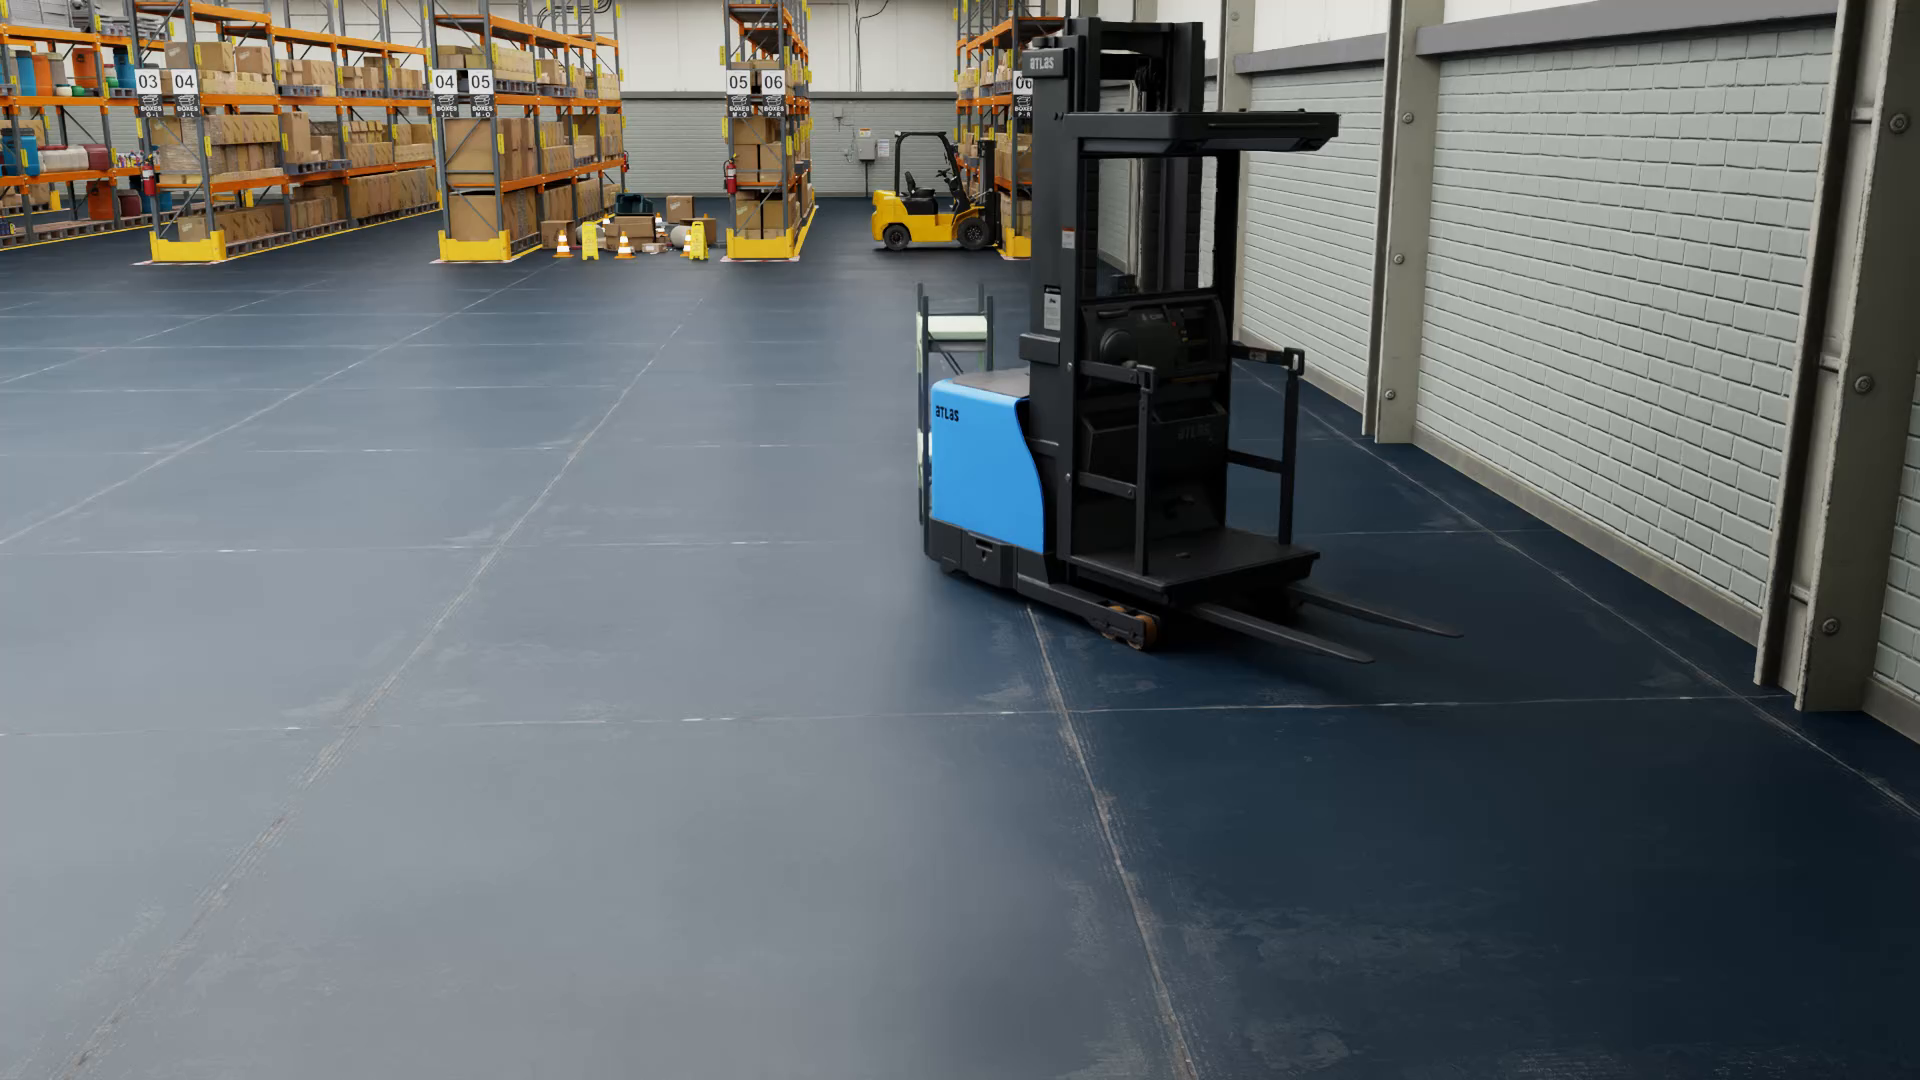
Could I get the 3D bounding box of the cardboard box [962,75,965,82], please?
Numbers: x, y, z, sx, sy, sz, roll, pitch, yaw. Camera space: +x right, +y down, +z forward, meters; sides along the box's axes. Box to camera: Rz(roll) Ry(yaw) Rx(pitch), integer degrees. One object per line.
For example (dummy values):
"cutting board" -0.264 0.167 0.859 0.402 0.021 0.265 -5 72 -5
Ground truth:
"cardboard box" 0.254 -11.178 40.295 0.380 0.149 0.250 0 14 -2

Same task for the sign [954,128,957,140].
"sign" -0.116 -10.938 44.780 0.100 0.325 0.005 -1 14 -3

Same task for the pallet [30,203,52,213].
"pallet" -24.252 -8.577 42.937 1.003 0.211 1.213 -1 14 -3

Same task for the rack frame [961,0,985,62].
"rack frame" 0.422 -13.432 44.173 0.949 2.616 0.053 -1 14 -3

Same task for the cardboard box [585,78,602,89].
"cardboard box" -9.005 -11.099 40.420 0.500 0.250 0.500 0 14 -2

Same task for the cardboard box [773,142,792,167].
"cardboard box" -3.397 -7.166 31.062 0.500 0.500 0.500 -1 14 -5

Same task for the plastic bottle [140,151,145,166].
"plastic bottle" -18.663 -8.704 37.933 0.144 0.351 0.185 -1 14 -3

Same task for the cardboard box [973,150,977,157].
"cardboard box" 0.497 -8.776 37.778 0.380 0.149 0.250 -1 14 -2

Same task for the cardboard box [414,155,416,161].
"cardboard box" -13.956 -9.646 42.002 0.380 0.149 0.250 -1 14 -5

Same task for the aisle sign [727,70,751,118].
"aisle sign" -3.823 -7.709 28.752 0.394 0.787 0.004 -1 14 -3

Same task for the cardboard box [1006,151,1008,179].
"cardboard box" 1.101 -6.844 30.404 0.500 0.500 0.500 0 14 -2

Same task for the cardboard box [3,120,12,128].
"cardboard box" -23.904 -10.188 41.397 0.500 0.500 0.500 0 14 -2

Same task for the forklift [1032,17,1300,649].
"forklift" 1.102 -1.032 8.155 1.121 2.935 3.031 -10 18 -35

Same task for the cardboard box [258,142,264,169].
"cardboard box" -13.714 -7.267 31.452 0.875 0.500 0.500 -1 14 -3

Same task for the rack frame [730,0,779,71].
"rack frame" -3.534 -9.376 28.406 0.949 2.616 0.053 -1 14 -3

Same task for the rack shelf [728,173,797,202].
"rack shelf" -3.661 -6.619 31.176 1.077 0.370 4.000 -1 14 -3

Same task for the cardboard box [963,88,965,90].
"cardboard box" 0.351 -11.301 41.615 0.500 0.250 0.500 -1 14 -5

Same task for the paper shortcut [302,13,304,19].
"paper shortcut" -14.530 -11.600 36.772 0.009 0.170 0.078 9 -17 -6

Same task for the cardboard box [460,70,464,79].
"cardboard box" -8.845 -8.092 28.896 0.380 0.149 0.250 -1 14 -3

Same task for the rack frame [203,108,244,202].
"rack frame" -19.360 -10.220 43.727 0.949 2.616 0.053 -1 14 -3

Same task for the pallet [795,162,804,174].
"pallet" -3.687 -7.564 33.791 1.003 0.211 1.213 -1 14 -3

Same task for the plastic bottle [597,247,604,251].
"plastic bottle" -6.727 -5.430 31.009 0.133 0.061 0.283 -6 16 -23

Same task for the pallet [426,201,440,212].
"pallet" -14.292 -8.748 43.604 1.003 0.211 1.213 -1 14 -3

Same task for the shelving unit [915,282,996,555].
"shelving unit" -0.035 -0.737 9.881 0.431 1.500 0.755 -1 14 -3

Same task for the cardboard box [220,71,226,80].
"cardboard box" -13.229 -8.219 29.430 0.380 0.149 0.250 -1 14 -4

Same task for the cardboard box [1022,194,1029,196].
"cardboard box" 1.457 -6.527 32.044 0.500 0.250 0.500 -1 14 -3

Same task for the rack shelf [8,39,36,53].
"rack shelf" -24.183 -12.202 40.843 1.077 0.370 4.000 -1 14 -3

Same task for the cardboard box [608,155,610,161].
"cardboard box" -9.036 -9.634 41.953 0.380 0.149 0.250 0 14 -1

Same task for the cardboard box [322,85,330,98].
"cardboard box" -13.605 -9.449 35.013 0.500 0.250 0.500 -1 14 -4

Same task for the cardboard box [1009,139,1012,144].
"cardboard box" 1.095 -7.266 30.146 0.380 0.149 0.250 -1 14 -2

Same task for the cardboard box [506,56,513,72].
"cardboard box" -8.310 -8.520 29.762 0.500 0.250 0.500 -1 14 -4

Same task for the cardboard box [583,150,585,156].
"cardboard box" -8.892 -8.949 38.448 0.380 0.149 0.250 -1 14 -5

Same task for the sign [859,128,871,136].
"sign" -2.864 -12.298 50.147 0.339 0.242 0.001 -1 14 -3

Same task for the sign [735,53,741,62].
"sign" -4.339 -9.349 32.496 0.100 0.325 0.005 -1 14 -3

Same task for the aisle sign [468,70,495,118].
"aisle sign" -8.168 -7.615 28.384 0.394 0.787 0.004 -1 14 -3

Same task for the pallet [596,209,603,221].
"pallet" -9.165 -7.809 39.953 1.003 0.211 1.213 -1 14 -3

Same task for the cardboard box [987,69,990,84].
"cardboard box" 0.833 -9.571 34.321 0.500 0.311 0.500 -1 14 -5

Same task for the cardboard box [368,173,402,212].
"cardboard box" -14.112 -8.317 39.753 1.225 0.875 0.875 -1 14 -3

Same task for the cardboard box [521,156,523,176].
"cardboard box" -8.712 -7.072 31.191 0.875 0.550 0.550 -1 14 -3

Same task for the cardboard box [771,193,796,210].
"cardboard box" -3.481 -6.557 32.661 0.500 0.500 0.500 -1 14 -4

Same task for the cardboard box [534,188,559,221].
"cardboard box" -8.904 -6.870 34.380 1.050 0.750 0.750 -1 14 -3

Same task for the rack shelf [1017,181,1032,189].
"rack shelf" 1.293 -6.791 31.453 0.919 0.124 3.809 -1 14 -3

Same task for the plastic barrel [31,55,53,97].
"plastic barrel" -18.992 -9.521 34.128 0.600 0.830 0.708 -1 14 -3

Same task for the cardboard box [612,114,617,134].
"cardboard box" -9.114 -10.659 42.631 0.500 0.500 0.500 0 14 -1

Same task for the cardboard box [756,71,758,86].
"cardboard box" -3.854 -8.243 29.727 0.500 0.250 0.500 -1 14 -4

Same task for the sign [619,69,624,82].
"sign" -8.908 -12.233 43.754 0.100 0.325 0.005 -1 14 -3

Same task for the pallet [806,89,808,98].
"pallet" -4.393 -11.371 42.358 1.003 0.211 1.213 -1 14 -3

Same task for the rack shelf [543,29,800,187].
"rack shelf" -6.376 -8.919 34.496 6.027 3.170 4.101 -1 14 -3
